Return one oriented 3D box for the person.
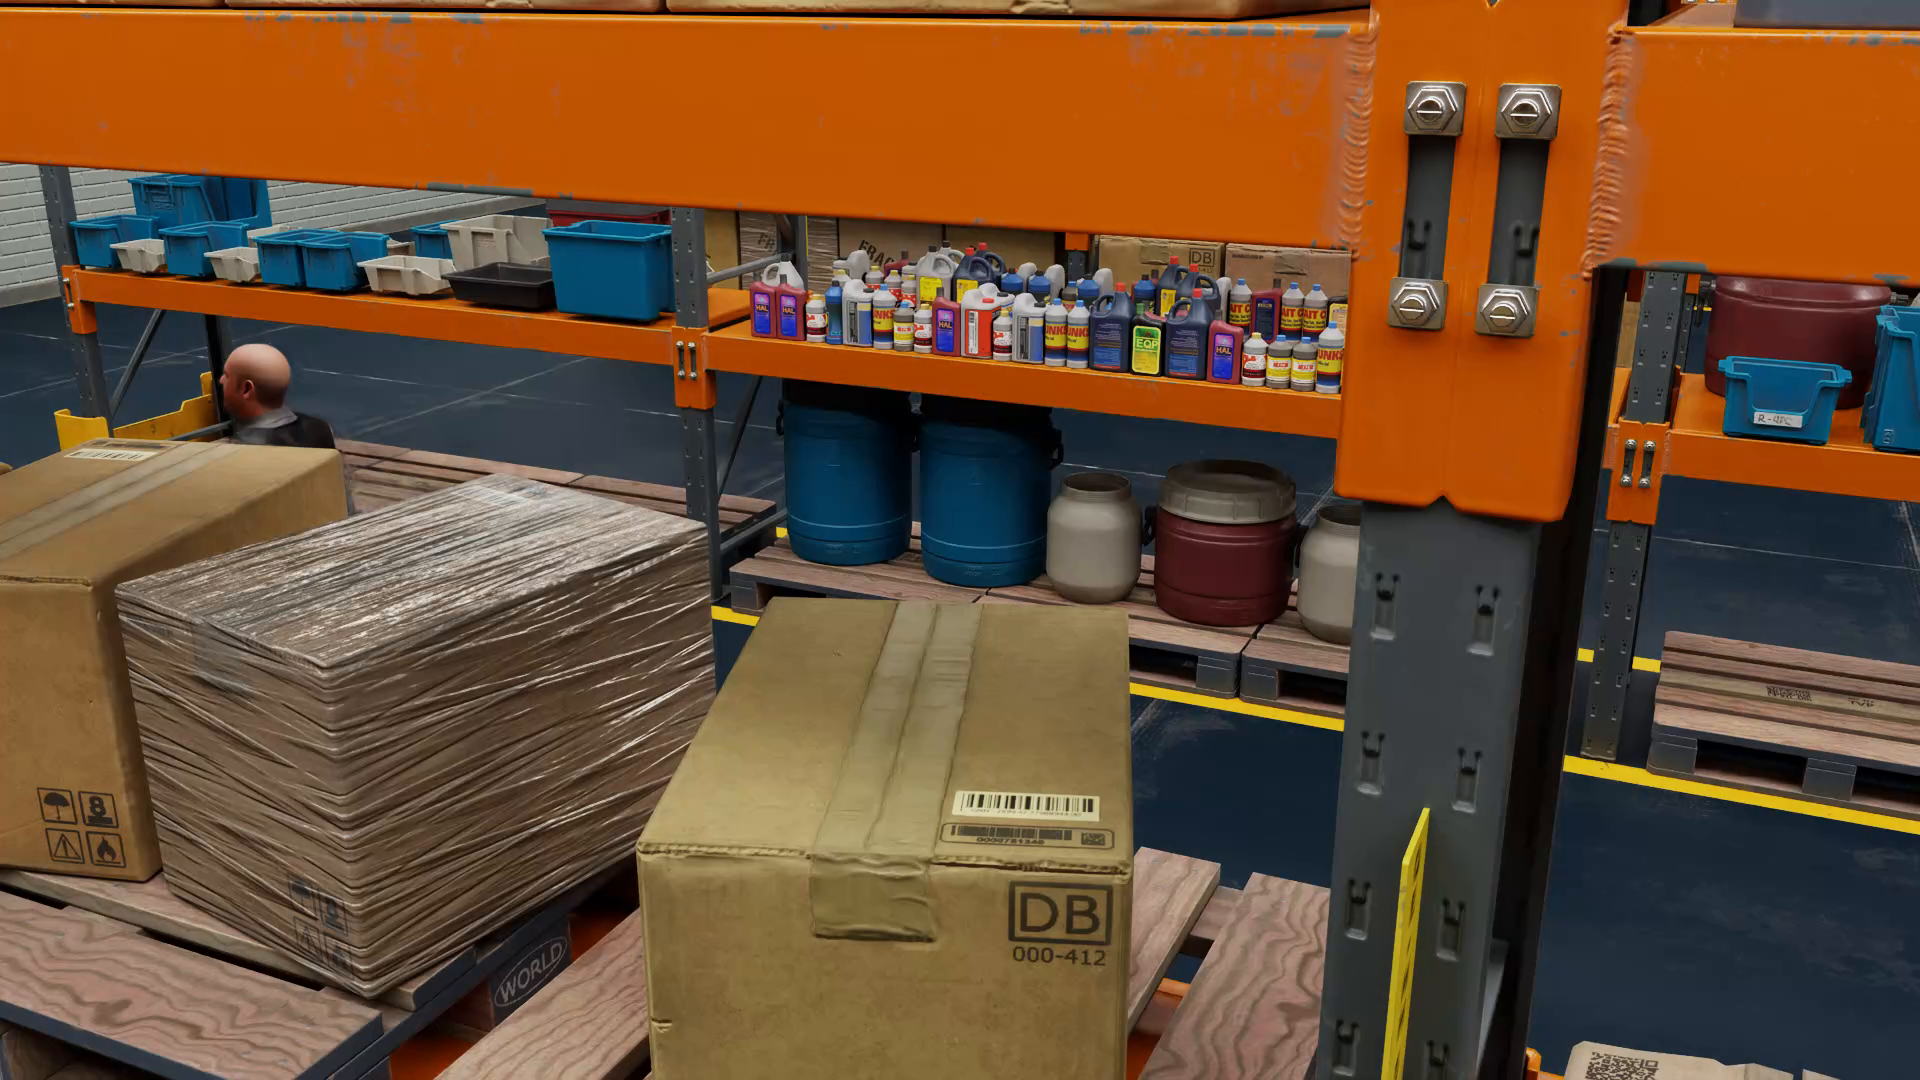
[{"bbox_3d":[-2.300,0.207,5.517,0.803,1.747,0.580,4,19,12],"label":"person"}]
